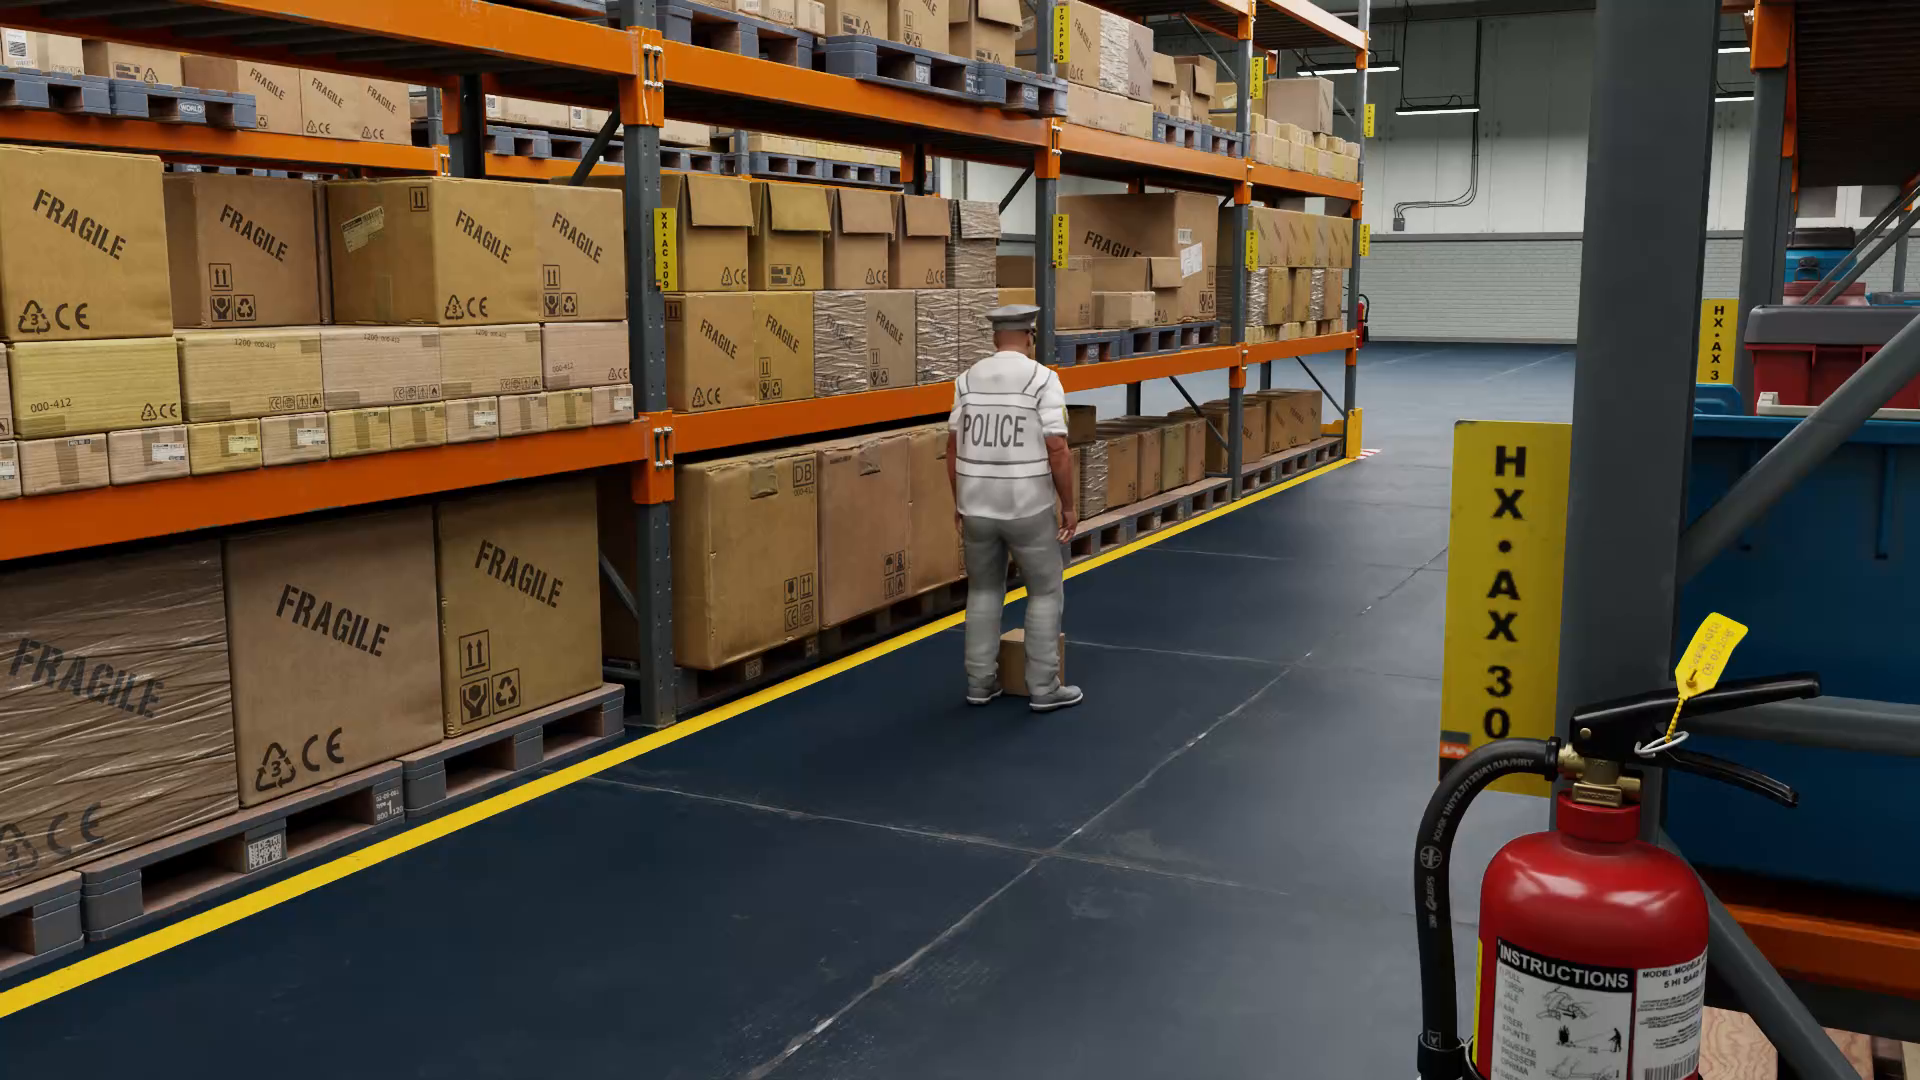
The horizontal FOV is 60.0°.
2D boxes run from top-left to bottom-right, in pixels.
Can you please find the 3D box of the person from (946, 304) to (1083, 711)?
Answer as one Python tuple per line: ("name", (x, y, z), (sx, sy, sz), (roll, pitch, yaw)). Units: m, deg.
("person", (0.218, -0.141, 7.228), (0.587, 1.748, 0.441), (4, 10, 26))
